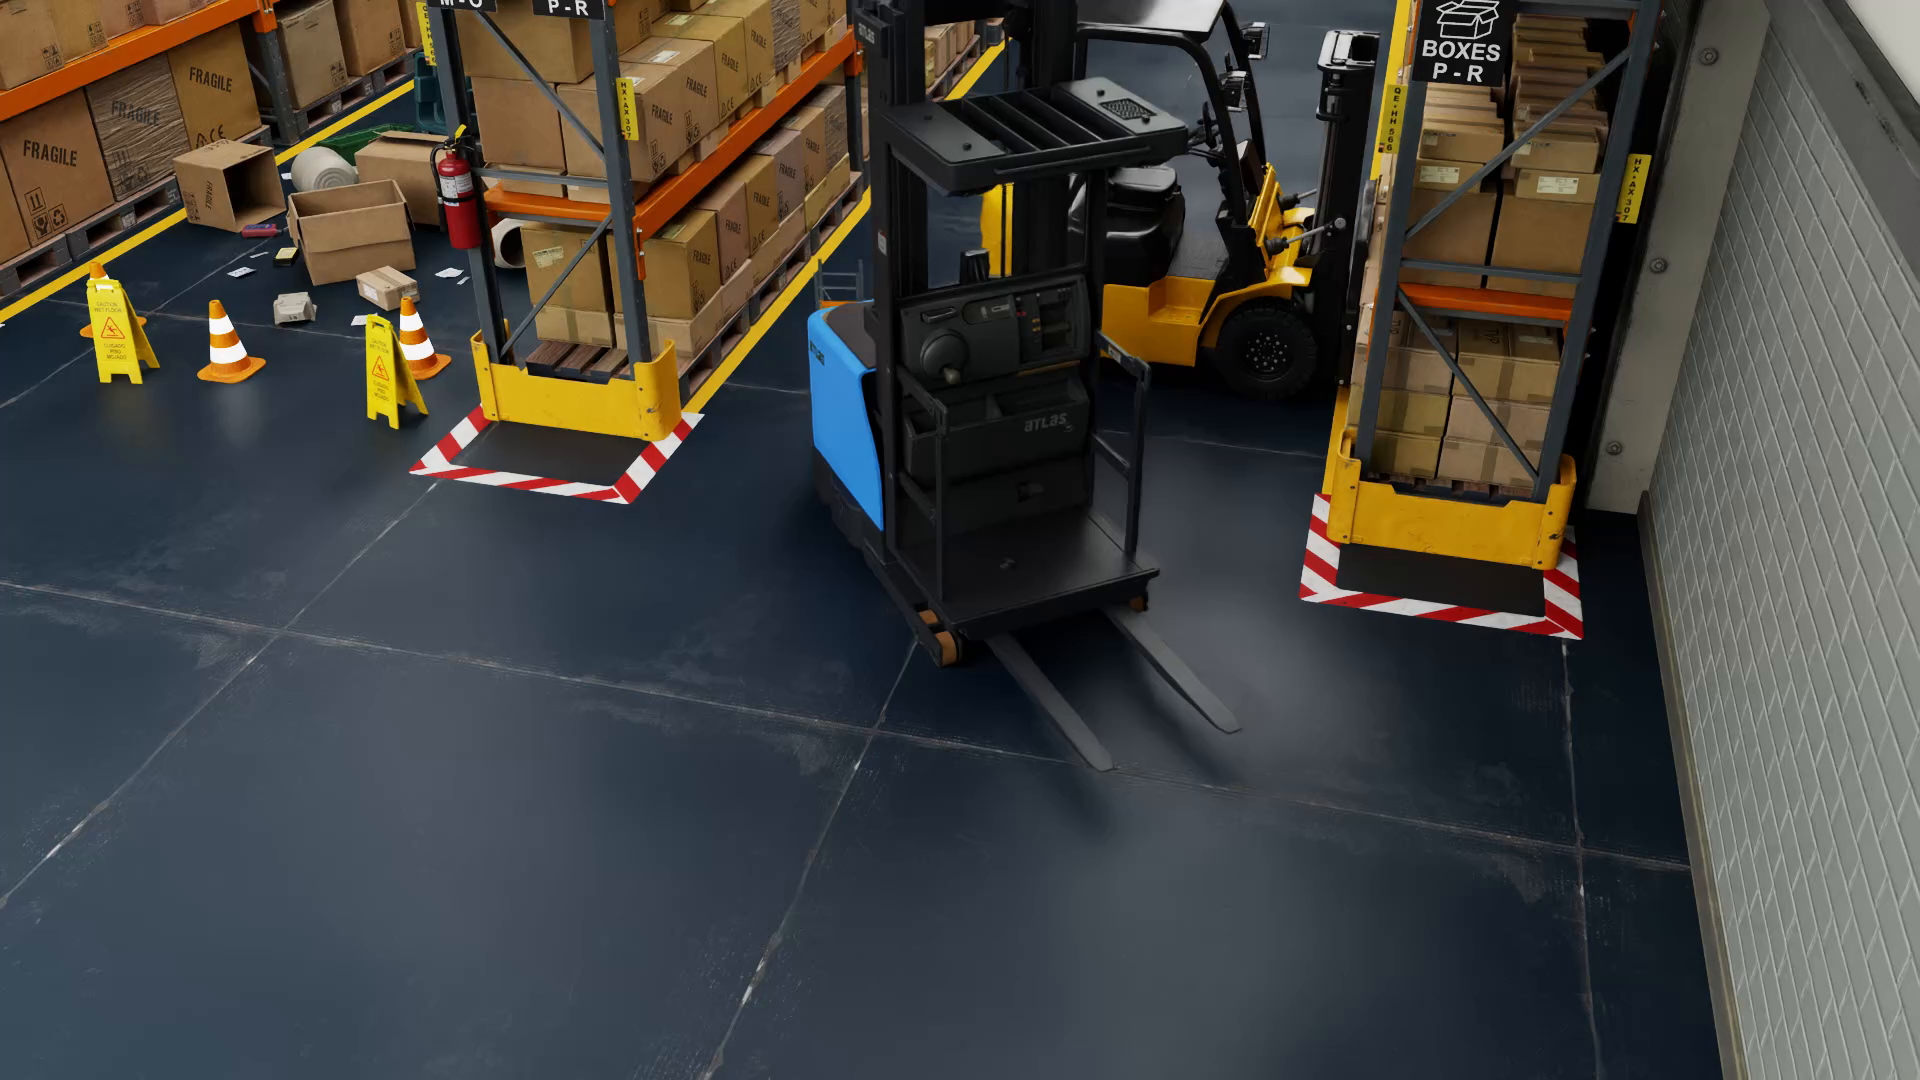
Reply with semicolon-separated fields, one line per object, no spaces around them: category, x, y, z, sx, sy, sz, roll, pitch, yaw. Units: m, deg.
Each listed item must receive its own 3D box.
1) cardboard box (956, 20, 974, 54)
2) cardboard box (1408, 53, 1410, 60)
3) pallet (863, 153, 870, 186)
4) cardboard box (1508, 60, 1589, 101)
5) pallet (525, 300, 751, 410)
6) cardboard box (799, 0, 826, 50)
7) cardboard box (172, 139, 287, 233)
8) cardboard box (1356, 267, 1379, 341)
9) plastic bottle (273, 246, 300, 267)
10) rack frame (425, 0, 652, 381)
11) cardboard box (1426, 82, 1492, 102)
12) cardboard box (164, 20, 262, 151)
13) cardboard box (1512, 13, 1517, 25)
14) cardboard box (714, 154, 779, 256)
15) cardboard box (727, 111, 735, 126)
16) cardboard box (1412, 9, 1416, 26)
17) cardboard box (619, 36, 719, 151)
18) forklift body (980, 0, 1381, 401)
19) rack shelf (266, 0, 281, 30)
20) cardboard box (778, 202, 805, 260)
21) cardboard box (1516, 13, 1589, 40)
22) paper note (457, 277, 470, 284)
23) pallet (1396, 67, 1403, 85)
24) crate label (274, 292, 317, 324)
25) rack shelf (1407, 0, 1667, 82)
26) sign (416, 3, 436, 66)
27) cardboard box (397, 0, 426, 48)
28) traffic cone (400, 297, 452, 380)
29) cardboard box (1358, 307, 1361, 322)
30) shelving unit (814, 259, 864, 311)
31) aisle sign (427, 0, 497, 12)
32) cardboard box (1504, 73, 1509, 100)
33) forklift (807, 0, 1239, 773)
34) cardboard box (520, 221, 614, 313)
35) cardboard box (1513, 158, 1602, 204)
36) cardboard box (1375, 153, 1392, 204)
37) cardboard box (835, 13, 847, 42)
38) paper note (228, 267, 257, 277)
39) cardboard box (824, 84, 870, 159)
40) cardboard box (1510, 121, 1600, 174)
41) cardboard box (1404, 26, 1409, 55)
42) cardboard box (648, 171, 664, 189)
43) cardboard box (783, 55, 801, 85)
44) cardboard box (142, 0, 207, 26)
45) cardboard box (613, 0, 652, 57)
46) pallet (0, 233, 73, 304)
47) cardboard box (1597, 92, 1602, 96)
cardboard box;-0.388;-4.887;15.699;0.950;0.372;0.625;6;33;9
cardboard box;2.943;-2.673;10.065;0.500;0.500;0.500;8;33;12
pallet;-1.054;-3.262;13.684;1.003;0.211;1.213;8;33;12
cardboard box;3.101;-2.408;8.767;0.380;0.149;0.250;9;34;14
pallet;-2.006;-1.238;10.501;1.003;0.211;1.213;8;33;12
cardboard box;-1.246;-3.670;11.356;0.500;0.500;0.500;9;34;14
cardboard box;-5.465;-2.657;12.461;0.500;0.500;0.500;14;35;21
cardboard box;2.476;-1.271;9.193;0.500;0.250;0.500;9;33;13
plastic bottle;-4.813;-2.039;11.900;0.133;0.061;0.283;-3;33;-4
rack frame;-2.265;-1.959;9.035;1.000;3.000;0.127;8;33;12
cardboard box;2.497;-2.213;8.460;0.380;0.149;0.250;9;33;13
cardboard box;-6.291;-3.620;13.237;0.875;0.875;0.875;9;33;13
cardboard box;3.614;-3.204;10.296;0.380;0.149;0.250;9;33;14
cardboard box;-1.524;-2.217;10.913;0.500;0.500;0.500;9;33;13
cardboard box;-1.632;-2.670;10.388;0.380;0.149;0.250;9;34;14
cardboard box;2.979;-3.155;10.220;0.380;0.149;0.250;9;33;13
cardboard box;-1.748;-2.604;9.679;0.500;0.500;0.500;9;34;14
forklift body;1.253;-2.159;10.142;2.313;2.155;1.214;8;33;12
rack shelf;-5.556;-5.390;15.104;1.077;0.370;4.000;8;33;12
cardboard box;-1.399;-2.167;11.534;0.500;0.250;0.500;9;33;13
cardboard box;3.407;-2.935;9.596;0.380;0.149;0.250;8;33;12
paper note;-3.459;-1.808;11.585;0.032;0.001;0.123;8;33;12
pallet;4.320;-3.838;14.590;1.003;0.211;1.213;8;33;12
crate label;-4.424;-1.541;11.046;0.250;0.136;0.298;-8;33;-13
rack shelf;3.044;-3.285;8.996;1.077;0.370;4.000;8;33;12
sign;-2.797;-2.667;8.775;0.100;0.325;0.005;8;33;12
cardboard box;-5.509;-5.202;15.842;1.050;0.750;0.750;9;33;13
traffic cone;-3.404;-1.287;10.343;0.336;0.463;0.334;8;33;12
cardboard box;2.606;-1.337;9.763;0.500;0.250;0.500;7;33;11
shelving unit;-0.643;-0.939;9.108;0.258;1.200;0.189;1;32;2
aisle sign;-2.562;-3.063;8.349;0.394;0.787;0.004;8;33;12
cardboard box;3.302;-2.342;9.545;0.500;0.500;0.500;9;33;13
forklift;0.261;-0.908;7.446;1.130;2.935;3.031;-14;35;-20
cardboard box;-2.314;-1.743;10.169;0.500;0.500;0.500;8;33;13
cardboard box;2.874;-1.742;7.996;0.380;0.149;0.250;7;33;11
cardboard box;2.986;-2.327;10.854;0.500;0.250;0.500;8;33;12
cardboard box;-1.037;-3.720;12.040;0.380;0.149;0.250;8;33;12
paper note;-5.049;-1.888;11.692;0.144;0.017;0.142;20;38;29
cardboard box;-1.120;-3.375;13.321;0.950;0.372;0.625;8;33;13
cardboard box;2.829;-1.872;7.923;0.380;0.149;0.250;7;33;11
cardboard box;3.427;-3.594;11.748;0.500;0.250;0.500;9;33;13
cardboard box;-1.929;-2.134;9.545;0.380;0.149;0.250;9;33;13
cardboard box;-1.292;-3.193;11.210;0.380;0.149;0.250;8;33;12
cardboard box;-6.264;-4.238;12.480;0.875;0.550;0.550;8;33;12
cardboard box;-2.211;-3.105;9.536;0.700;0.500;0.500;8;33;13
pallet;-6.952;-1.829;11.430;1.003;0.211;1.213;8;33;12
cardboard box;3.269;-2.399;9.030;0.380;0.149;0.250;9;34;14
